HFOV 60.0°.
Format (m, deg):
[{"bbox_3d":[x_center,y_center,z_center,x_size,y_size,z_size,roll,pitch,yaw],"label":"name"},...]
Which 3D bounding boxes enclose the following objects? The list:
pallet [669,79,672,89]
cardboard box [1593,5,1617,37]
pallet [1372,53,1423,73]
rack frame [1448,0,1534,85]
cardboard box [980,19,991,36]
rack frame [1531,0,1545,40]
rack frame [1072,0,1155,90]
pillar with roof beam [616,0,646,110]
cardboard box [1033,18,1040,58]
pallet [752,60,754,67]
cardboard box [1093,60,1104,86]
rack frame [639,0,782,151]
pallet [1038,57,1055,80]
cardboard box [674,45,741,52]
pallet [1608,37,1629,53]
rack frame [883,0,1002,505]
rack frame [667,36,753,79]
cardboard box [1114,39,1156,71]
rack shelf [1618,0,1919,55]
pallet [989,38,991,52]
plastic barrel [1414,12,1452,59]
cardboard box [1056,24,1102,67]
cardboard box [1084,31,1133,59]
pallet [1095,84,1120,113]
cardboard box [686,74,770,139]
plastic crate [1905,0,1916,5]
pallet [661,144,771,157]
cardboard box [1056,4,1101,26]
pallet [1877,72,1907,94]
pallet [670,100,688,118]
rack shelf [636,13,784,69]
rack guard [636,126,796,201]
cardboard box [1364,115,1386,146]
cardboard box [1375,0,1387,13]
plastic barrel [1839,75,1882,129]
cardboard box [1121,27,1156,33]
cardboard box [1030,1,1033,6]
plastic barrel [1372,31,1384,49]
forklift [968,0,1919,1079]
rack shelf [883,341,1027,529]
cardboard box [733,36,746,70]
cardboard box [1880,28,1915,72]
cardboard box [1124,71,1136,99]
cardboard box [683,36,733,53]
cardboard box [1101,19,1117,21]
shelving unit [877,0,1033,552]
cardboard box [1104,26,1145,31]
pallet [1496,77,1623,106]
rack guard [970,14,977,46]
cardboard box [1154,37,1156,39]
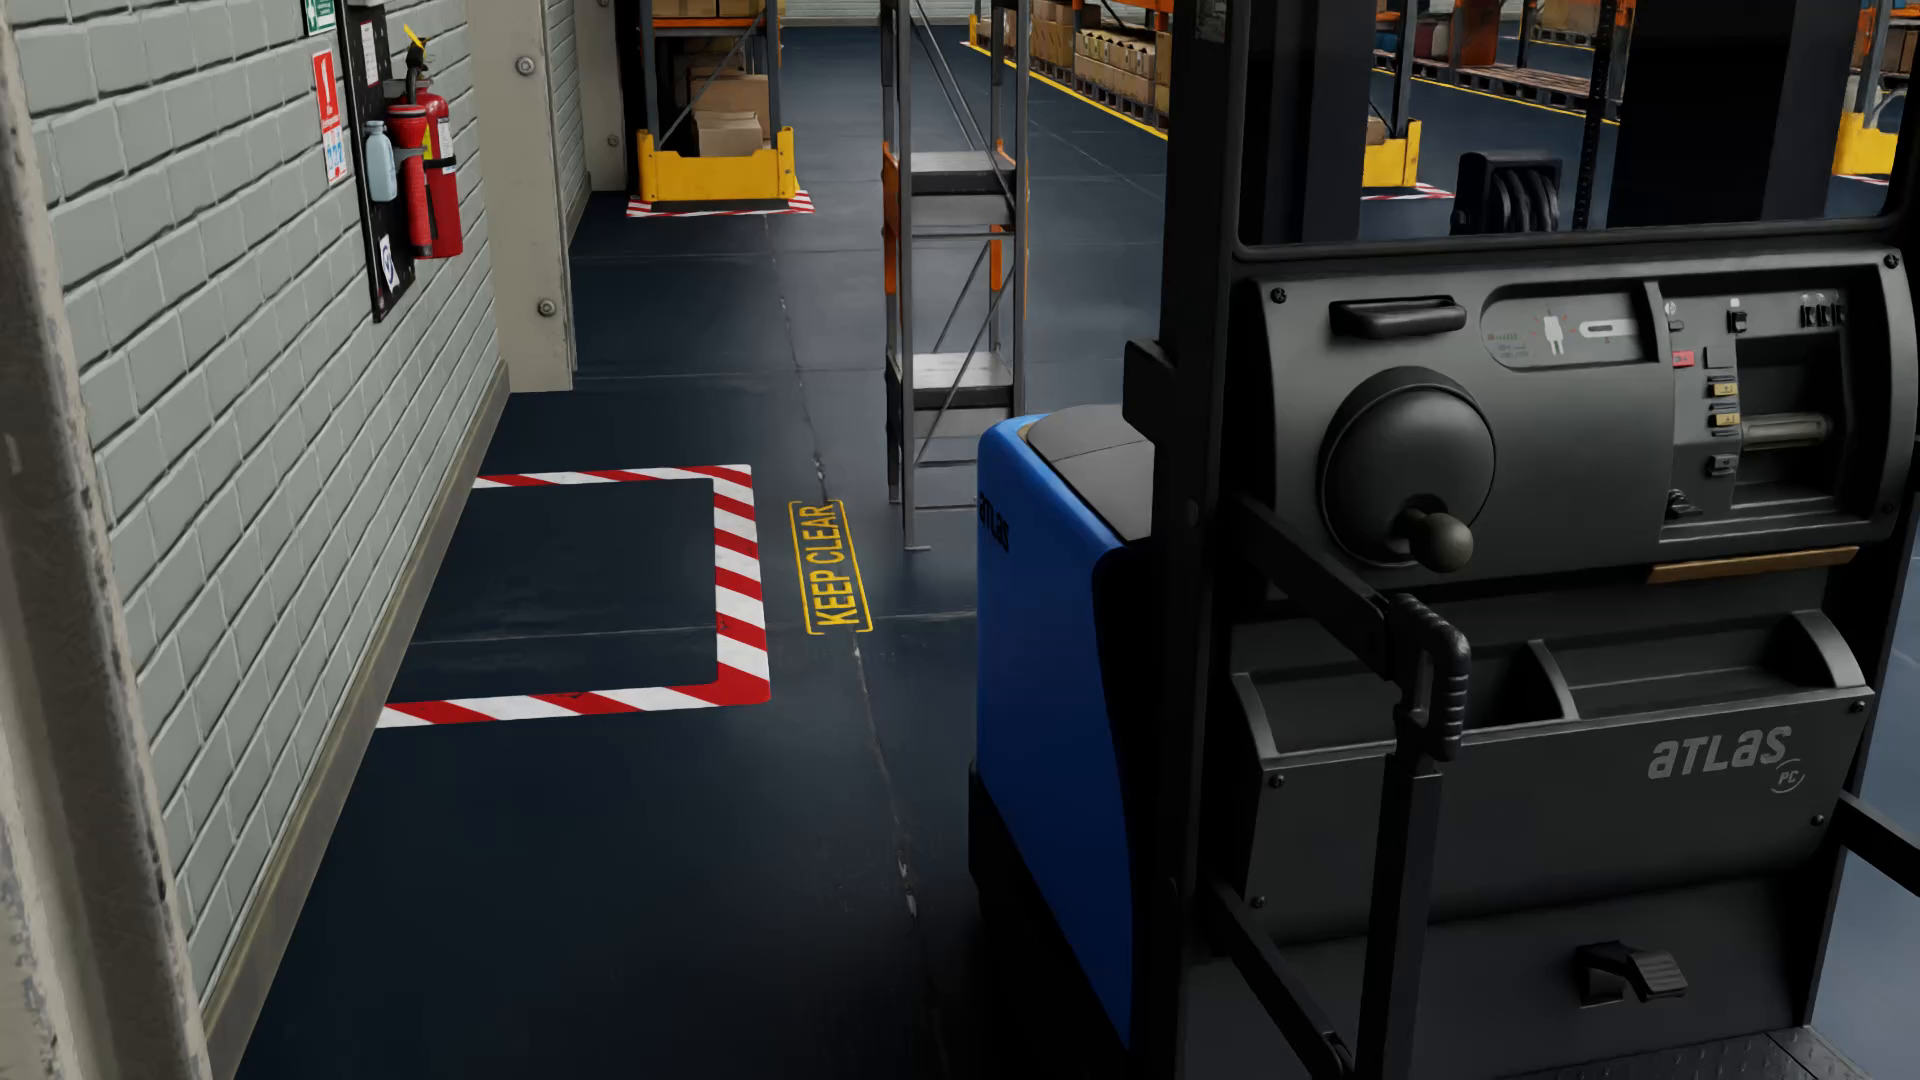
[{"bbox_3d":[-2.890,-5.215,19.379,1.003,0.211,1.213,-3,21,-8],"label":"pallet"},{"bbox_3d":[10.981,-8.672,27.085,0.875,0.875,0.875,-3,21,-8],"label":"cardboard box"},{"bbox_3d":[6.475,-6.678,23.295,1.003,0.211,1.213,-3,21,-8],"label":"pallet"},{"bbox_3d":[6.803,-7.292,20.953,1.000,3.000,0.127,-3,21,-8],"label":"rack frame"},{"bbox_3d":[0.617,-8.356,27.102,0.500,0.250,0.500,-3,21,-8],"label":"cardboard box"},{"bbox_3d":[10.551,-10.312,29.038,1.000,3.000,0.127,-3,21,-8],"label":"rack frame"},{"bbox_3d":[1.900,-7.044,20.288,1.000,3.000,0.127,-3,21,-8],"label":"rack frame"},{"bbox_3d":[0.590,-9.326,17.825,9.100,9.000,0.400,-3,21,-8],"label":"pillar with roof beam"},{"bbox_3d":[1.305,-6.926,22.917,0.500,0.500,0.500,-3,21,-7],"label":"cardboard box"},{"bbox_3d":[-3.213,-6.184,21.973,1.003,0.211,1.213,-3,21,-8],"label":"pallet"},{"bbox_3d":[1.839,-5.402,19.223,0.500,0.250,0.500,-3,21,-9],"label":"cardboard box"},{"bbox_3d":[-1.848,-4.023,12.199,1.000,3.000,0.127,-3,21,-8],"label":"rack frame"},{"bbox_3d":[1.658,-6.419,22.601,1.003,0.211,1.213,-3,21,-8],"label":"pallet"},{"bbox_3d":[-2.705,-5.052,17.898,0.700,0.500,0.500,-3,21,-7],"label":"cardboard box"},{"bbox_3d":[11.095,-7.888,26.533,1.003,0.211,1.213,-3,21,-8],"label":"pallet"},{"bbox_3d":[-0.059,-1.125,5.728,0.400,2.100,0.015,-3,21,-8],"label":"rack frame"},{"bbox_3d":[-3.001,-6.792,19.615,1.000,3.000,0.127,-3,21,-8],"label":"rack frame"},{"bbox_3d":[1.984,-5.308,18.170,0.500,0.311,0.500,-3,21,-8],"label":"cardboard box"},{"bbox_3d":[7.667,-4.878,15.517,1.077,0.370,4.000,-3,21,-8],"label":"rack shelf"},{"bbox_3d":[1.047,-7.783,26.254,1.003,0.211,1.213,-3,21,-8],"label":"pallet"},{"bbox_3d":[6.552,-6.919,22.800,0.600,0.588,0.708,-3,21,-8],"label":"plastic barrel"},{"bbox_3d":[1.533,-6.391,21.483,0.500,0.500,0.500,-2,21,-6],"label":"cardboard box"},{"bbox_3d":[1.769,-5.837,19.586,0.500,0.311,0.500,-3,21,-9],"label":"cardboard box"},{"bbox_3d":[2.153,-5.029,18.879,1.003,0.211,1.213,-3,21,-8],"label":"pallet"},{"bbox_3d":[-1.997,-3.756,14.428,0.700,0.500,0.500,-4,21,-11],"label":"cardboard box"},{"bbox_3d":[8.145,-4.725,14.456,0.298,0.136,0.250,-3,21,-8],"label":"plastic crate"},{"bbox_3d":[-1.941,-3.026,13.515,1.003,0.211,1.213,-3,21,-8],"label":"pallet"},{"bbox_3d":[1.521,-6.761,21.404,0.500,0.250,0.500,-2,21,-6],"label":"cardboard box"},{"bbox_3d":[11.987,-5.543,20.257,1.003,0.211,1.213,-3,21,-8],"label":"pallet"},{"bbox_3d":[-2.538,-4.371,17.117,1.003,0.211,1.213,-3,21,-8],"label":"pallet"},{"bbox_3d":[-2.136,-4.378,14.179,1.077,0.370,4.000,-3,21,-8],"label":"rack shelf"},{"bbox_3d":[-1.859,-2.878,12.707,1.175,0.500,0.348,-3,21,-8],"label":"rack guard"},{"bbox_3d":[3.196,-3.379,13.806,0.500,0.250,0.500,-3,21,-8],"label":"cardboard box"},{"bbox_3d":[2.999,-4.483,13.289,0.700,0.500,0.500,-3,21,-8],"label":"cardboard box"},{"bbox_3d":[7.785,-3.778,14.499,0.421,0.512,0.421,0,20,0],"label":"plastic barrel"},{"bbox_3d":[2.220,-6.046,20.145,0.500,0.311,0.500,-2,21,-6],"label":"cardboard box"},{"bbox_3d":[1.069,-8.673,27.593,0.500,0.500,0.500,-3,21,-8],"label":"cardboard box"},{"bbox_3d":[6.287,-7.702,24.448,0.600,0.901,0.708,-3,21,-8],"label":"plastic barrel"},{"bbox_3d":[0.873,-0.155,1.941,1.130,2.935,3.031,-5,21,-13],"label":"forklift"},{"bbox_3d":[-0.024,-0.372,5.752,0.431,0.518,0.480,-3,21,-8],"label":"rack shelf"},{"bbox_3d":[-2.846,-5.581,19.315,0.700,0.500,0.500,-3,21,-7],"label":"cardboard box"},{"bbox_3d":[11.913,-6.155,20.851,0.700,0.500,0.500,-5,21,-12],"label":"cardboard box"},{"bbox_3d":[2.059,-4.871,17.802,0.500,0.250,0.500,-3,21,-9],"label":"cardboard box"},{"bbox_3d":[-2.614,-5.200,17.224,0.500,0.250,0.500,-3,21,-9],"label":"cardboard box"},{"bbox_3d":[1.889,-6.786,22.542,0.500,0.500,0.500,-4,21,-10],"label":"cardboard box"},{"bbox_3d":[-0.024,-1.041,5.502,0.431,2.100,0.503,-3,21,-8],"label":"shelving unit"},{"bbox_3d":[2.118,-6.251,21.109,0.500,0.500,0.500,-2,21,-5],"label":"cardboard box"},{"bbox_3d":[7.048,-5.294,19.589,1.003,0.211,1.213,-3,21,-8],"label":"pallet"},{"bbox_3d":[0.758,-8.616,28.071,1.175,0.500,0.348,-3,21,-8],"label":"rack guard"},{"bbox_3d":[2.441,-5.518,18.731,0.500,0.311,0.500,-2,21,-6],"label":"cardboard box"}]
